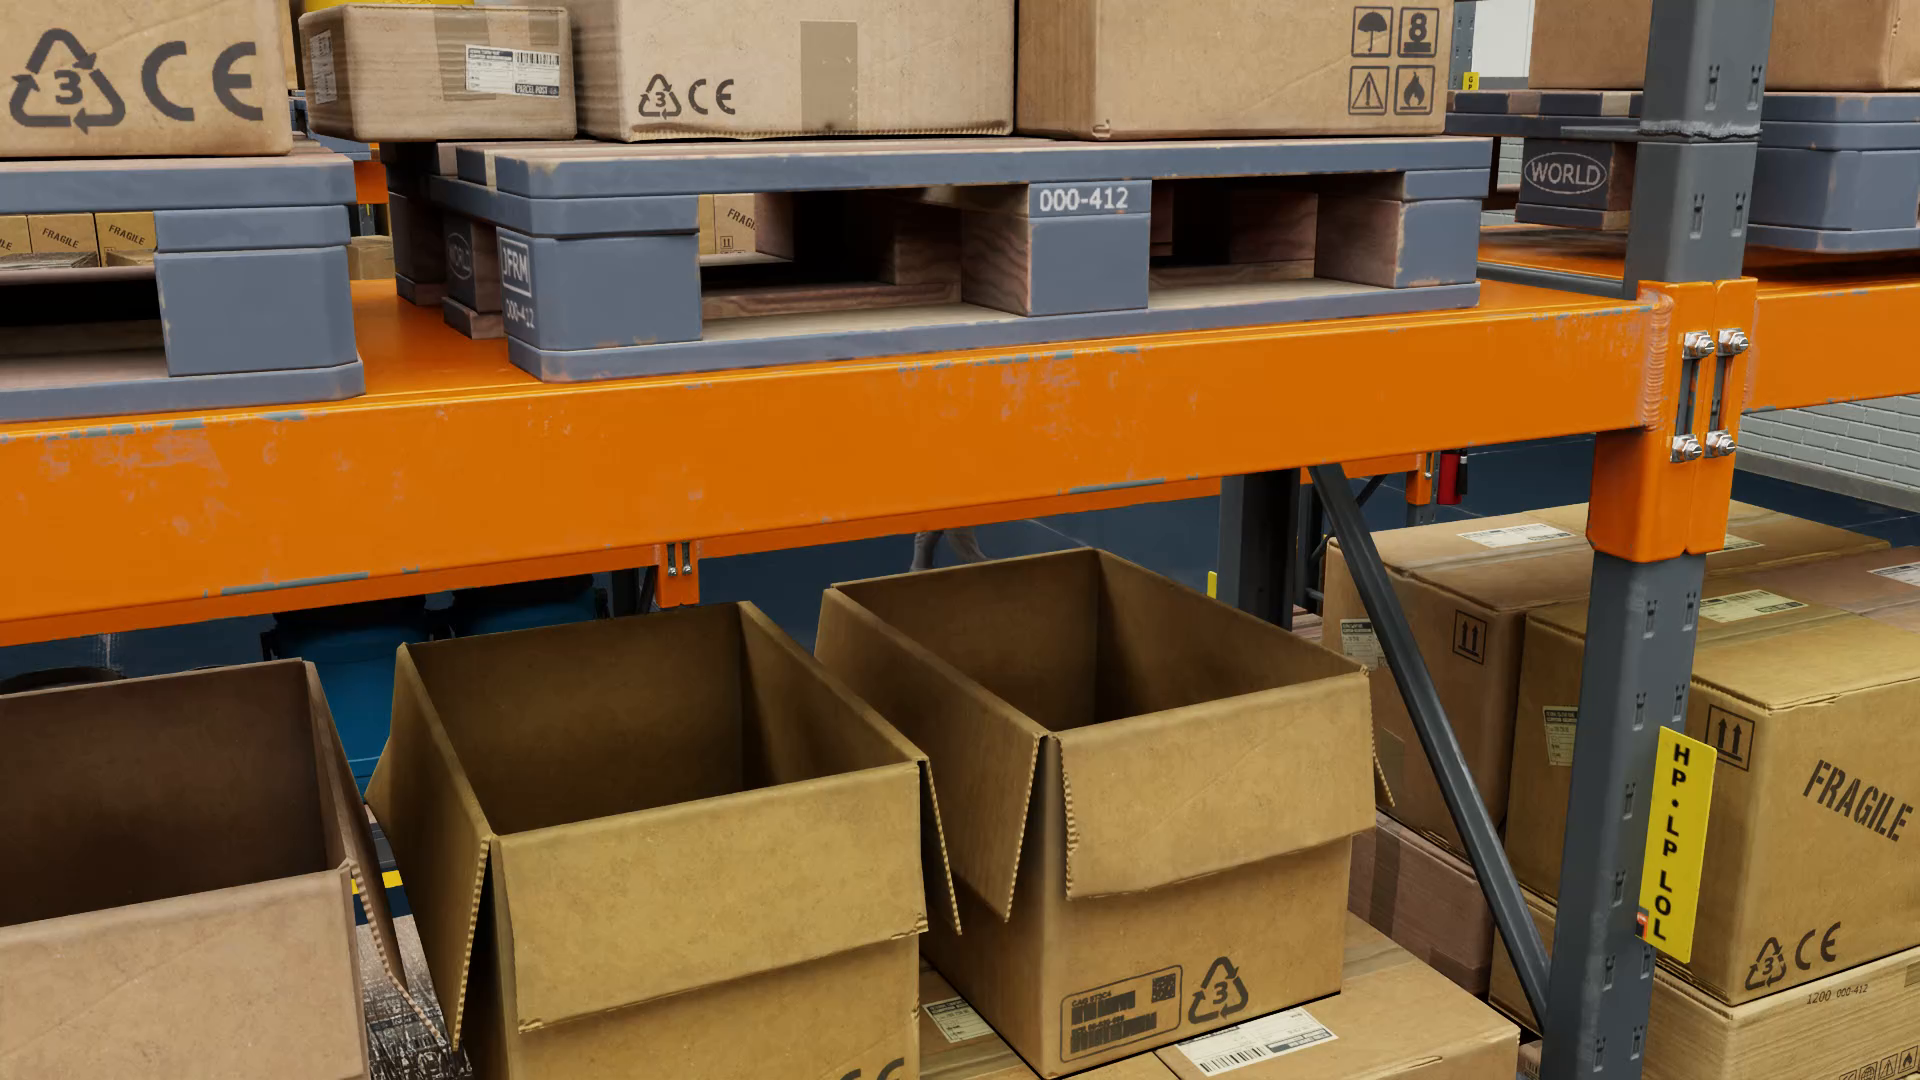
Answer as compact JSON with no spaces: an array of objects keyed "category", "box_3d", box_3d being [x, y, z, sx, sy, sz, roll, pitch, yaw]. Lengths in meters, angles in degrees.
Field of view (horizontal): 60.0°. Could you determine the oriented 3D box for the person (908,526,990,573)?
[{"category":"person","box_3d":[-0.096,-0.257,9.438,0.988,1.528,0.448,5,16,17]}]
